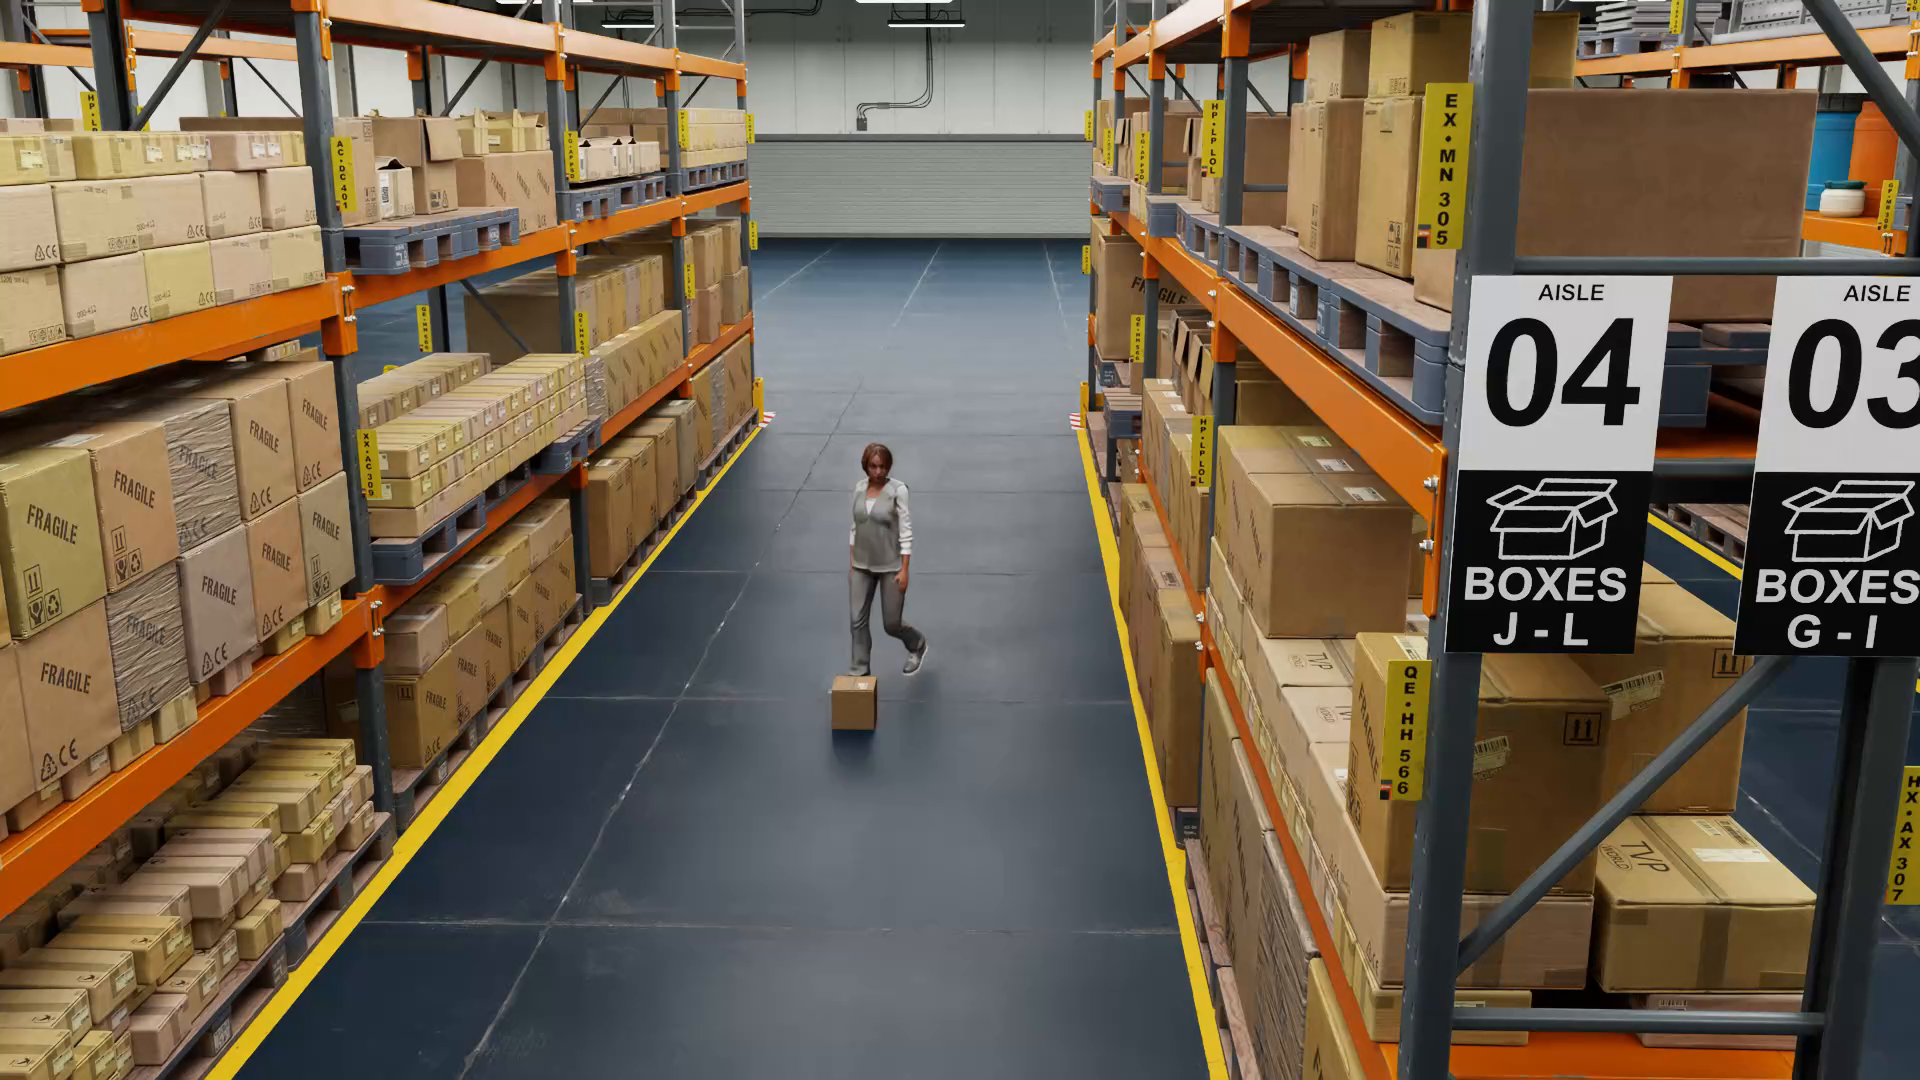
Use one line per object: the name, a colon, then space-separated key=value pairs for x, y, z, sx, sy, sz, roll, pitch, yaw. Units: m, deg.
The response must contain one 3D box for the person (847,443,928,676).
person: x=-0.506 y=0.177 z=10.283 sx=0.439 sy=1.567 sz=0.742 roll=7 pitch=16 yaw=25
